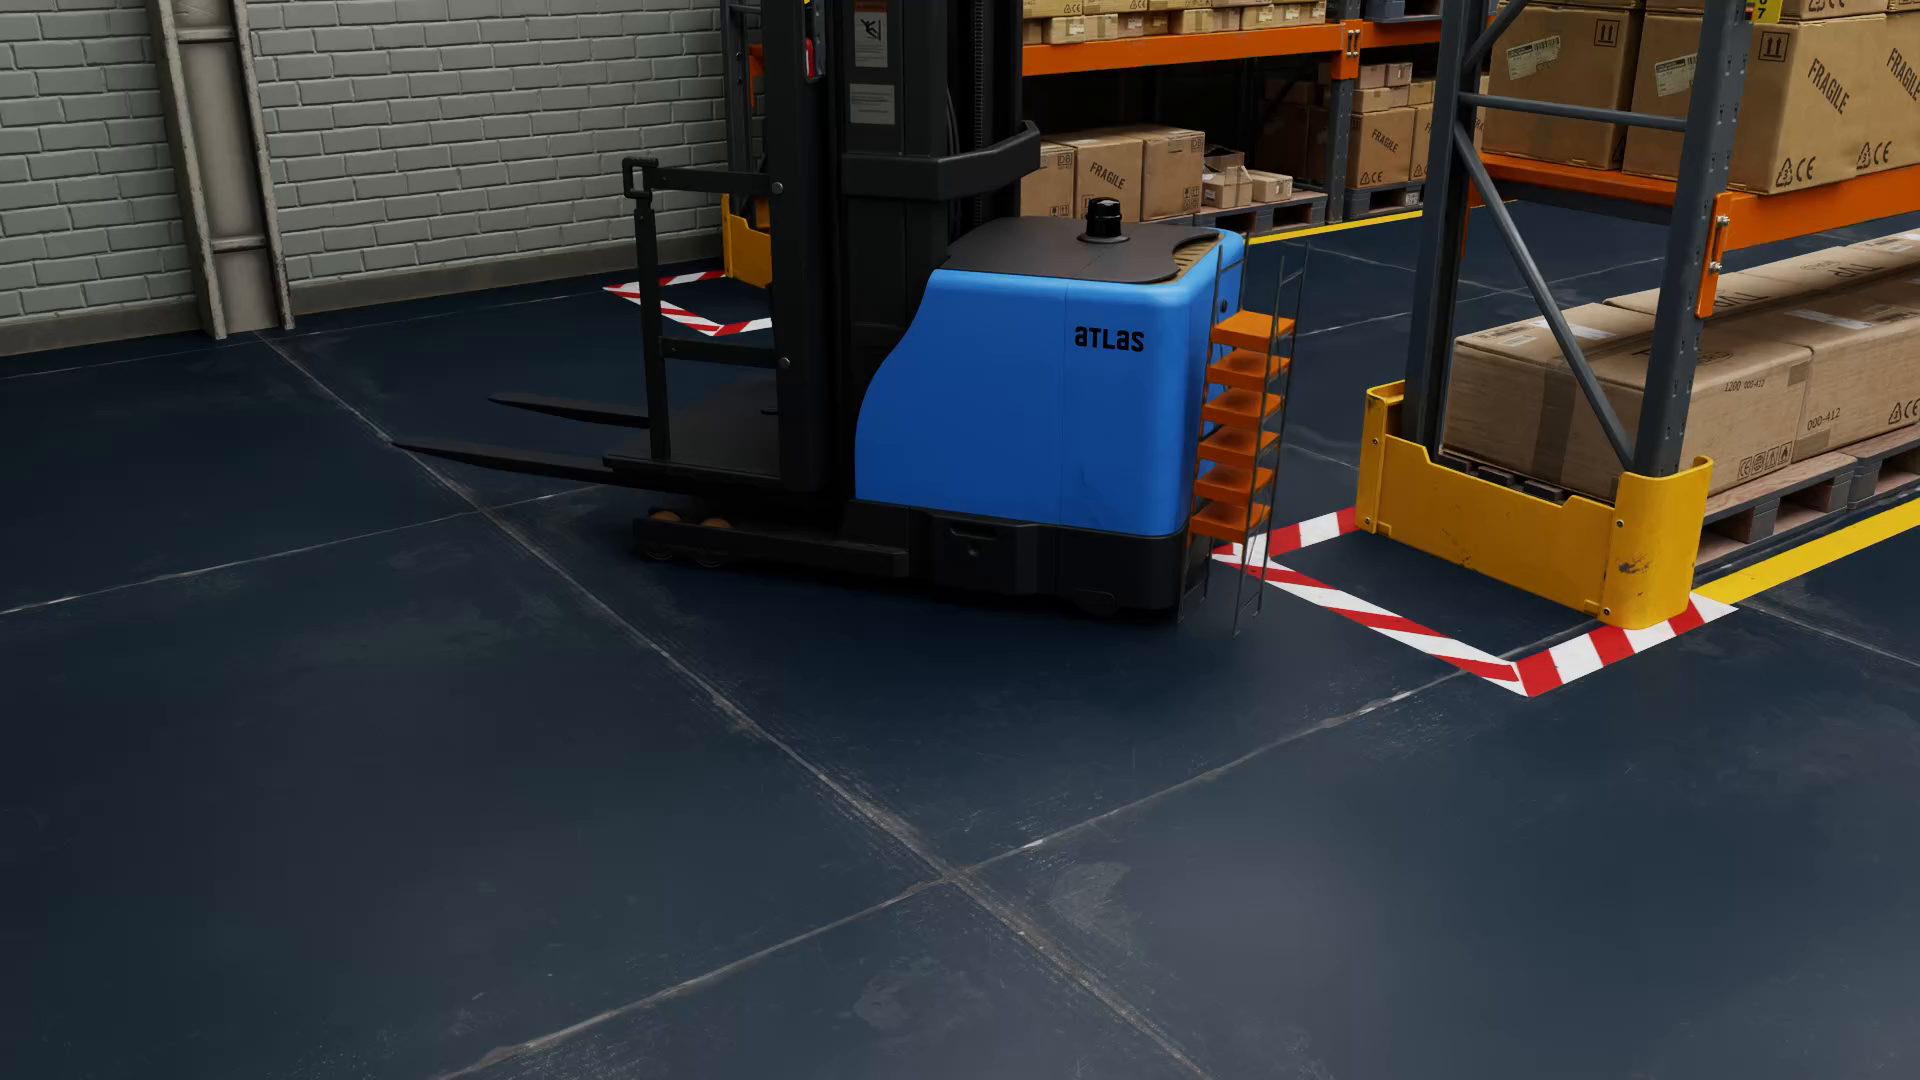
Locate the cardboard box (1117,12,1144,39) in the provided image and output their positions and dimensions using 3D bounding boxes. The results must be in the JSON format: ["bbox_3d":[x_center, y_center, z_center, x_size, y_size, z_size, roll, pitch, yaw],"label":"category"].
[{"bbox_3d":[0.877,-3.088,9.926,0.250,0.149,0.380,-15,26,-33],"label":"cardboard box"}]

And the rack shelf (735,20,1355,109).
[{"bbox_3d":[0.628,-2.911,10.115,4.000,0.370,1.077,-15,26,-33],"label":"rack shelf"}]

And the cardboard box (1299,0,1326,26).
[{"bbox_3d":[2.140,-3.416,10.749,0.250,0.149,0.380,-15,26,-32],"label":"cardboard box"}]

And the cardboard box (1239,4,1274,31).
[{"bbox_3d":[1.744,-3.290,10.433,0.250,0.149,0.380,-14,26,-31],"label":"cardboard box"}]

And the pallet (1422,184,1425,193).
[{"bbox_3d":[3.880,-2.836,12.718,1.213,0.211,1.003,-15,26,-33],"label":"pallet"}]

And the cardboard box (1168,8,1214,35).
[{"bbox_3d":[1.324,-3.177,10.151,0.250,0.149,0.380,-15,26,-34],"label":"cardboard box"}]

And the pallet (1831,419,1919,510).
[{"bbox_3d":[3.499,-0.484,6.824,1.213,0.211,1.003,-15,26,-33],"label":"pallet"}]

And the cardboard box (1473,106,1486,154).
[{"bbox_3d":[3.609,-2.974,12.108,0.500,0.500,0.500,-16,27,-34],"label":"cardboard box"}]

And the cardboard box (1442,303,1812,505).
[{"bbox_3d":[2.383,-0.498,5.987,0.875,0.438,0.875,-16,27,-35],"label":"cardboard box"}]

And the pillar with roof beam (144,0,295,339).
[{"bbox_3d":[-1.197,-3.991,3.756,0.400,9.000,9.100,-15,26,-33],"label":"pillar with roof beam"}]

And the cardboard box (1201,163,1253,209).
[{"bbox_3d":[1.680,-2.317,10.778,0.258,0.266,0.396,-14,26,-31],"label":"cardboard box"}]

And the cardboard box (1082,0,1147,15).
[{"bbox_3d":[0.751,-3.235,9.757,0.500,0.250,0.500,-16,27,-34],"label":"cardboard box"}]

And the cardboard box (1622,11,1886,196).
[{"bbox_3d":[2.463,-1.384,5.182,0.500,0.500,0.500,-15,26,-33],"label":"cardboard box"}]

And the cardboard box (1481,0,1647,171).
[{"bbox_3d":[2.143,-1.550,5.599,0.500,0.500,0.500,-15,26,-33],"label":"cardboard box"}]

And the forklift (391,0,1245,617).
[{"bbox_3d":[-0.590,-1.441,5.553,3.031,2.935,1.130,8,23,19],"label":"forklift"}]

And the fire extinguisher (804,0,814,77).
[{"bbox_3d":[-0.845,-2.432,8.552,0.183,0.674,0.296,-15,26,-33],"label":"fire extinguisher"}]

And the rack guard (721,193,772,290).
[{"bbox_3d":[-0.934,-1.668,9.401,0.348,0.500,1.175,-15,26,-33],"label":"rack guard"}]

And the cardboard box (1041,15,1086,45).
[{"bbox_3d":[0.506,-2.948,9.576,0.250,0.149,0.380,-16,27,-34],"label":"cardboard box"}]

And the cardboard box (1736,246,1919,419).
[{"bbox_3d":[3.854,-0.893,6.977,0.875,0.438,0.875,-16,27,-34],"label":"cardboard box"}]

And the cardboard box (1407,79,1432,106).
[{"bbox_3d":[3.079,-3.153,11.682,0.250,0.149,0.380,-17,27,-36],"label":"cardboard box"}]

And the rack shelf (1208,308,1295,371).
[{"bbox_3d":[0.865,-0.595,4.906,0.180,0.103,0.258,15,26,26],"label":"rack shelf"}]

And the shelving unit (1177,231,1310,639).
[{"bbox_3d":[0.850,-0.305,5.030,0.189,1.200,0.258,15,26,26],"label":"shelving unit"}]

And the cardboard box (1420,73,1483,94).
[{"bbox_3d":[3.518,-3.259,11.948,0.250,0.149,0.380,-15,26,-33],"label":"cardboard box"}]

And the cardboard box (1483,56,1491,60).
[{"bbox_3d":[4.231,-3.702,13.057,0.250,0.149,0.380,-16,27,-35],"label":"cardboard box"}]

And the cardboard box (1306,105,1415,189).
[{"bbox_3d":[2.775,-2.749,11.544,0.500,0.500,0.500,-14,25,-31],"label":"cardboard box"}]

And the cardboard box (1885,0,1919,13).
[{"bbox_3d":[2.877,-1.963,5.283,0.500,0.500,0.500,-16,27,-34],"label":"cardboard box"}]

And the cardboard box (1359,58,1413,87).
[{"bbox_3d":[2.880,-3.220,11.447,0.250,0.149,0.380,-16,27,-35],"label":"cardboard box"}]

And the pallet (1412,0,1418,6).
[{"bbox_3d":[3.922,-4.032,12.213,1.213,0.211,1.003,-15,26,-33],"label":"pallet"}]

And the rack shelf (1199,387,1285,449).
[{"bbox_3d":[0.854,-0.375,5.000,0.180,0.103,0.258,15,26,26],"label":"rack shelf"}]

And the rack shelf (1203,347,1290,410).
[{"bbox_3d":[0.860,-0.485,4.953,0.180,0.103,0.258,15,26,26],"label":"rack shelf"}]

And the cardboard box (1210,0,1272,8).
[{"bbox_3d":[1.582,-3.450,10.296,0.500,0.250,0.500,-15,26,-33],"label":"cardboard box"}]

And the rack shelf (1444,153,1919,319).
[{"bbox_3d":[3.529,-1.418,6.374,4.000,0.370,1.077,-15,26,-33],"label":"rack shelf"}]

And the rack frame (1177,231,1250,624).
[{"bbox_3d":[0.771,-0.327,5.070,0.006,1.200,0.240,15,26,26],"label":"rack frame"}]

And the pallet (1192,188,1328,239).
[{"bbox_3d":[1.693,-2.234,11.211,1.213,0.211,1.003,-15,26,-33],"label":"pallet"}]

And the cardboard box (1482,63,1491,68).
[{"bbox_3d":[3.874,-3.564,12.711,0.250,0.149,0.380,-15,26,-33],"label":"cardboard box"}]

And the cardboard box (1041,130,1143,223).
[{"bbox_3d":[0.760,-2.208,10.188,0.500,0.500,0.500,-14,26,-32],"label":"cardboard box"}]

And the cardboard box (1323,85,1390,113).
[{"bbox_3d":[2.698,-3.011,11.325,0.250,0.149,0.380,-14,25,-30],"label":"cardboard box"}]

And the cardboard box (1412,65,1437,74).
[{"bbox_3d":[3.407,-3.473,12.483,0.250,0.149,0.380,-14,26,-32],"label":"cardboard box"}]

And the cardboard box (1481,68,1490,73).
[{"bbox_3d":[3.923,-3.380,12.249,0.250,0.149,0.380,-15,26,-33],"label":"cardboard box"}]

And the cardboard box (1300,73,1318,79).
[{"bbox_3d":[2.592,-3.238,11.895,0.250,0.149,0.380,-15,26,-33],"label":"cardboard box"}]

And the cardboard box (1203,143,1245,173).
[{"bbox_3d":[1.577,-2.552,11.306,0.500,0.311,0.500,-14,26,-31],"label":"cardboard box"}]

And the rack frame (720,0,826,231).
[{"bbox_3d":[-0.996,-2.812,8.896,0.127,3.000,1.000,-15,26,-33],"label":"rack frame"}]
